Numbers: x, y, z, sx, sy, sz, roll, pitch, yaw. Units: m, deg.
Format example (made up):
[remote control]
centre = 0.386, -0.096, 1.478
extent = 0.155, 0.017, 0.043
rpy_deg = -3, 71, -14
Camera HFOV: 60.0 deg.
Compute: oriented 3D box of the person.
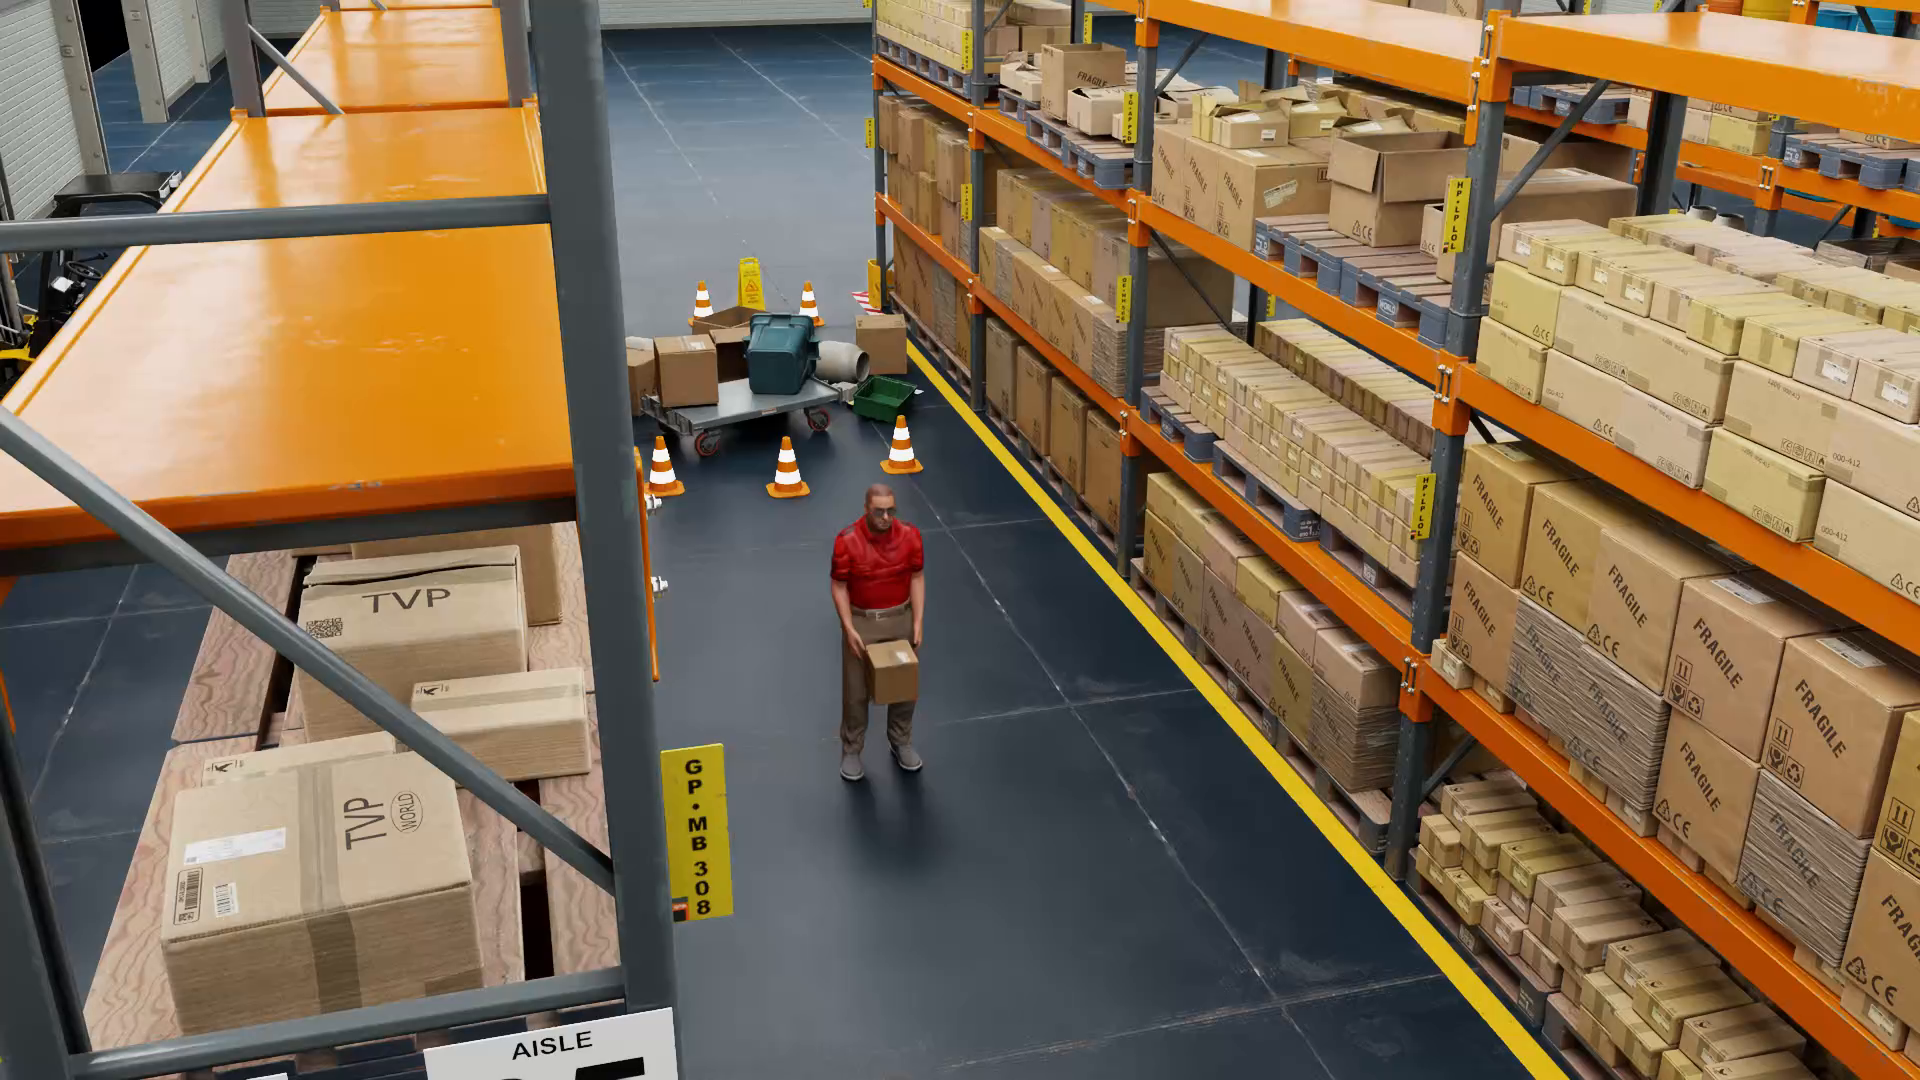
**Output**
[person]
centre = -0.451, 0.499, 9.417
extent = 0.547, 1.733, 0.405
rpy_deg = -7, 24, -15
